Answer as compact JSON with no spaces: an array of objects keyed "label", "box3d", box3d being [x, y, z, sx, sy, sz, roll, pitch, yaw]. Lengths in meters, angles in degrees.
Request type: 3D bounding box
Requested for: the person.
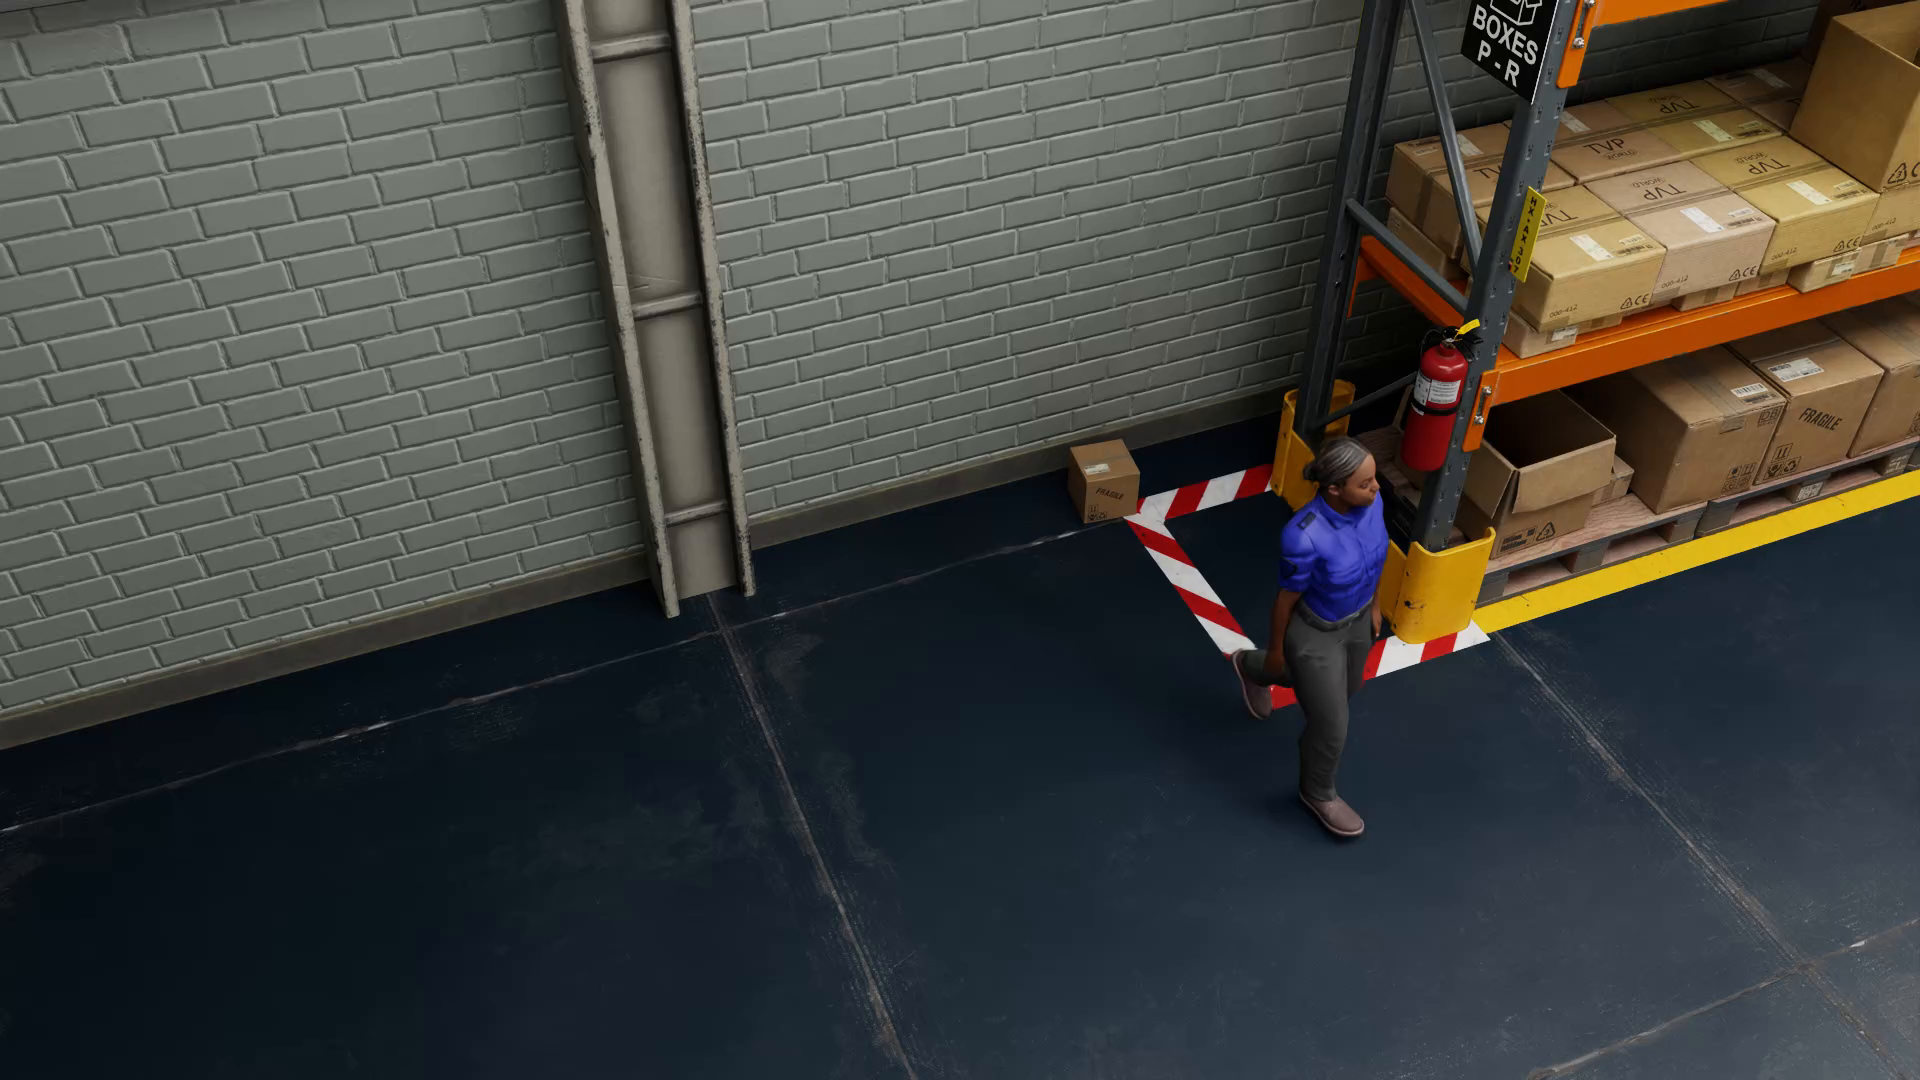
[{"label":"person","box3d":[1.266,0.279,5.834,0.466,1.622,0.771,-31,50,-30]}]
